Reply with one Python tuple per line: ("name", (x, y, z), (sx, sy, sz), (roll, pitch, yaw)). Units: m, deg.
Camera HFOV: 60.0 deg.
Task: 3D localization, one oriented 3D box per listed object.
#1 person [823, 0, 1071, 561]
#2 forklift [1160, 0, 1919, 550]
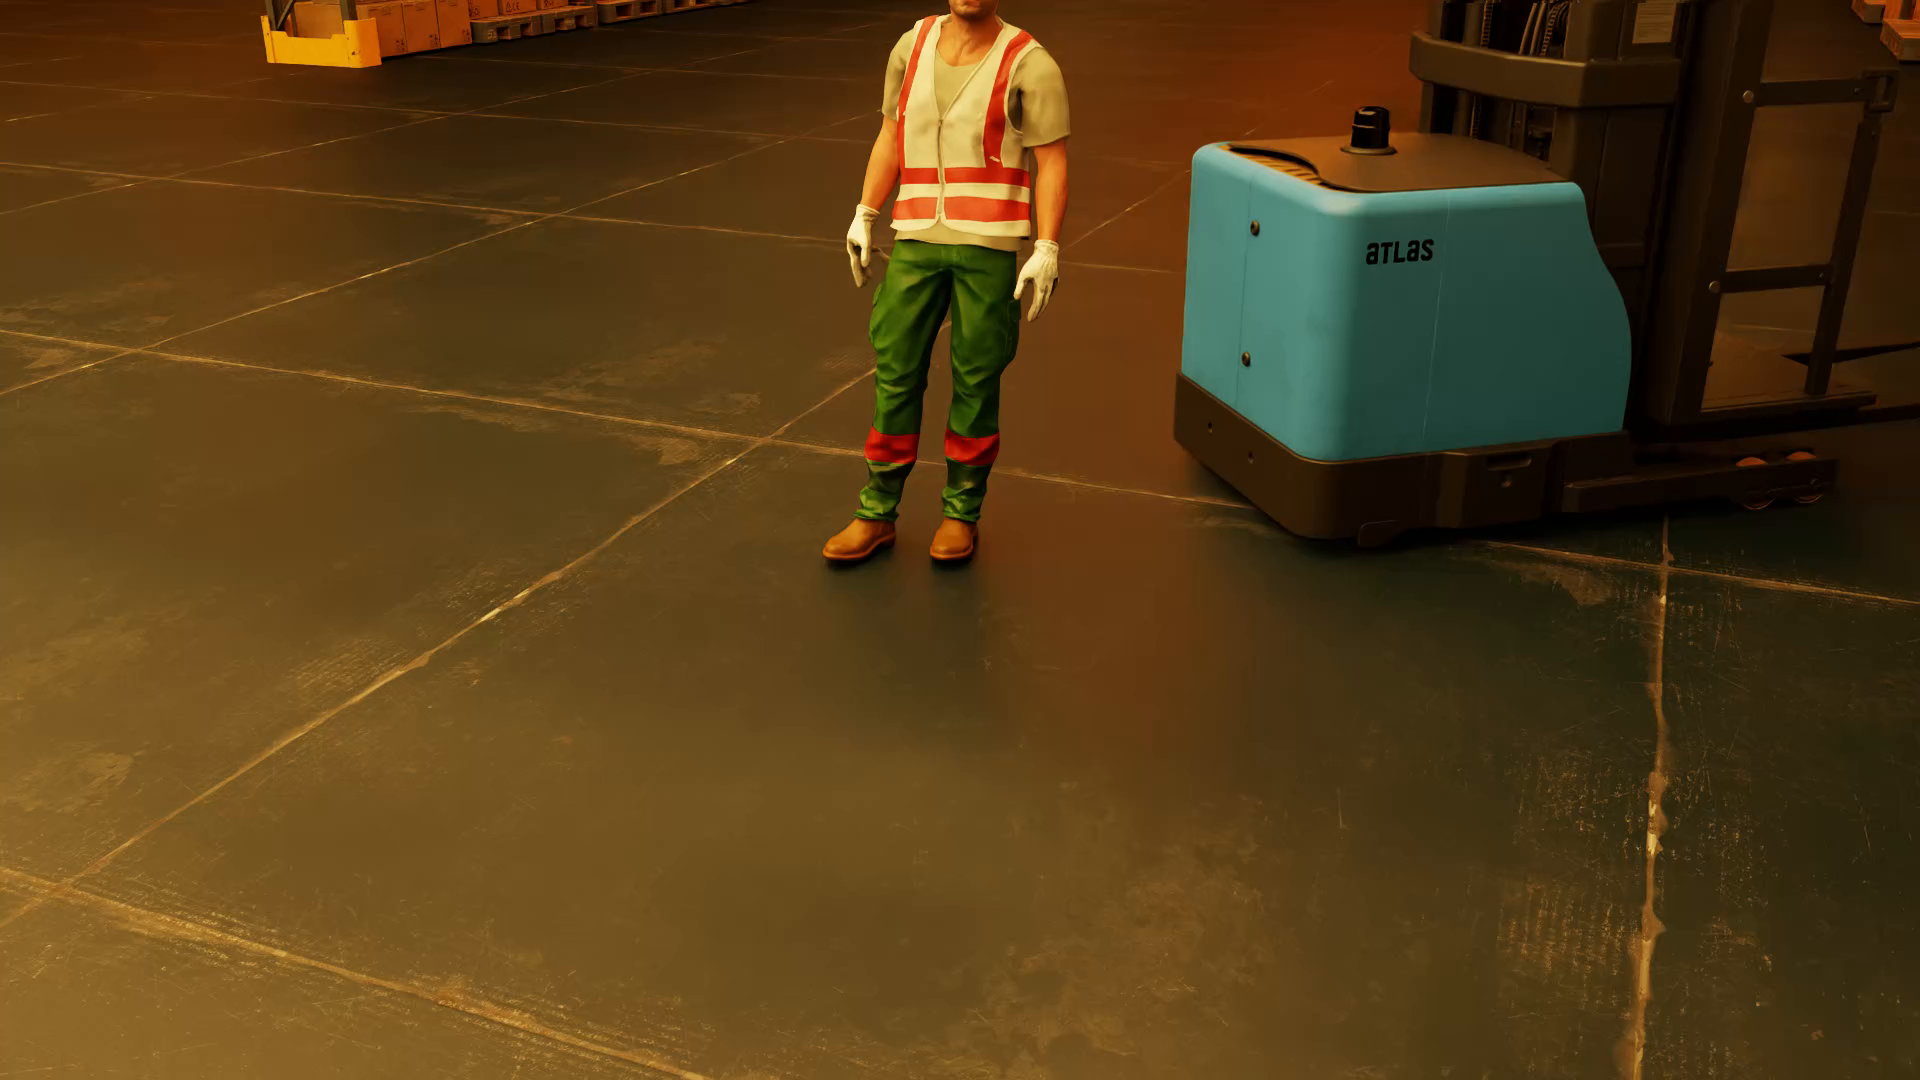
("person", (-0.041, -0.805, 4.681), (0.638, 1.786, 0.564), (9, 24, 21))
("forklift", (2.265, -1.631, 5.194), (3.031, 2.935, 1.130), (-6, 24, -15))
